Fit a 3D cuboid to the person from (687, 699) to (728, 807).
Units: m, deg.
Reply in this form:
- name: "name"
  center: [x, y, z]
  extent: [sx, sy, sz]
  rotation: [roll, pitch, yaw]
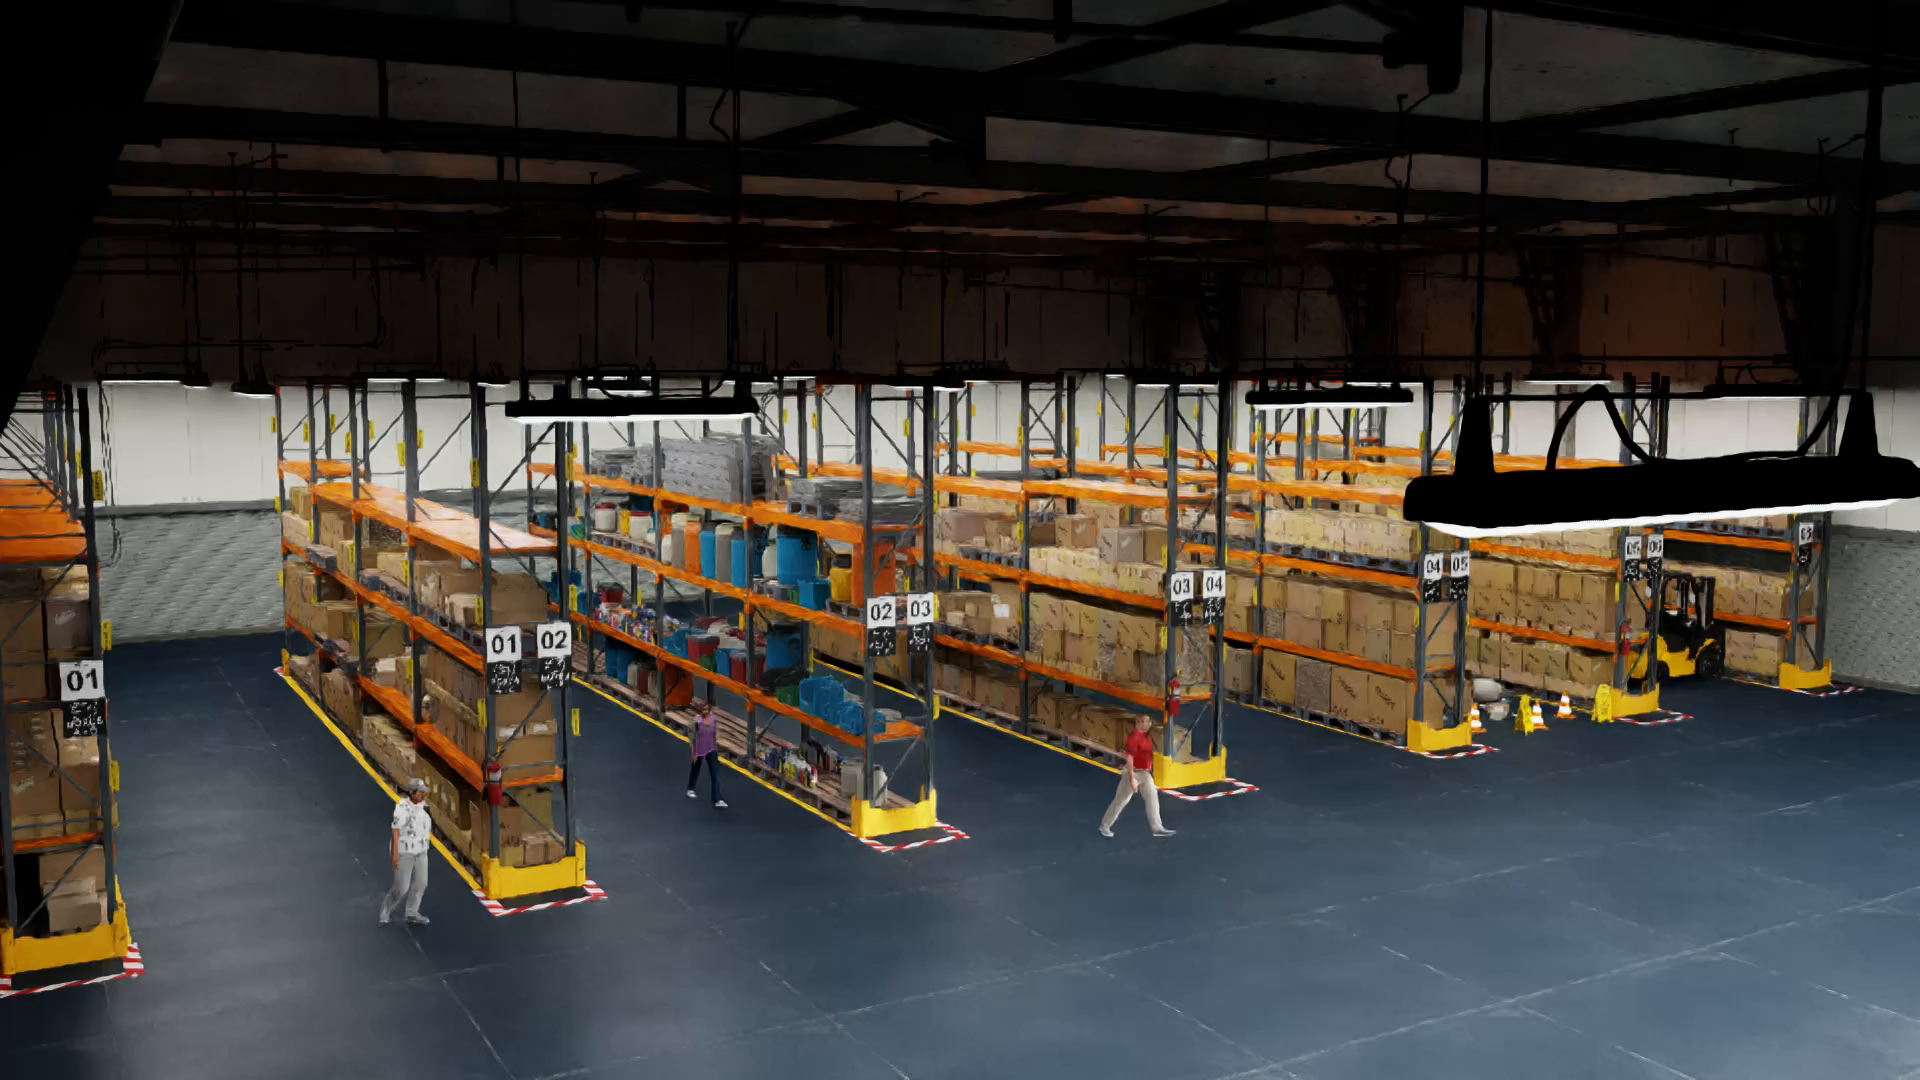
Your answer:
- name: "person"
  center: [-3.638, 2.989, 23.564]
  extent: [0.417, 1.517, 1.037]
  rotation: [-3, 7, -28]

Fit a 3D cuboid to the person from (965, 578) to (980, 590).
- name: "person"
  center: [0.288, 0.619, 44.800]
  extent: [0.520, 1.644, 0.498]
  rotation: [1, 6, 7]

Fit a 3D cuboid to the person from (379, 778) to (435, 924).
- name: "person"
  center: [-6.211, 3.482, 18.621]
  extent: [0.589, 1.651, 0.555]
  rotation: [3, 7, 24]

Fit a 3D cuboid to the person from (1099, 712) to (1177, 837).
- name: "person"
  center: [2.319, 3.095, 21.879]
  extent: [0.953, 1.691, 0.621]
  rotation: [4, 8, 34]
